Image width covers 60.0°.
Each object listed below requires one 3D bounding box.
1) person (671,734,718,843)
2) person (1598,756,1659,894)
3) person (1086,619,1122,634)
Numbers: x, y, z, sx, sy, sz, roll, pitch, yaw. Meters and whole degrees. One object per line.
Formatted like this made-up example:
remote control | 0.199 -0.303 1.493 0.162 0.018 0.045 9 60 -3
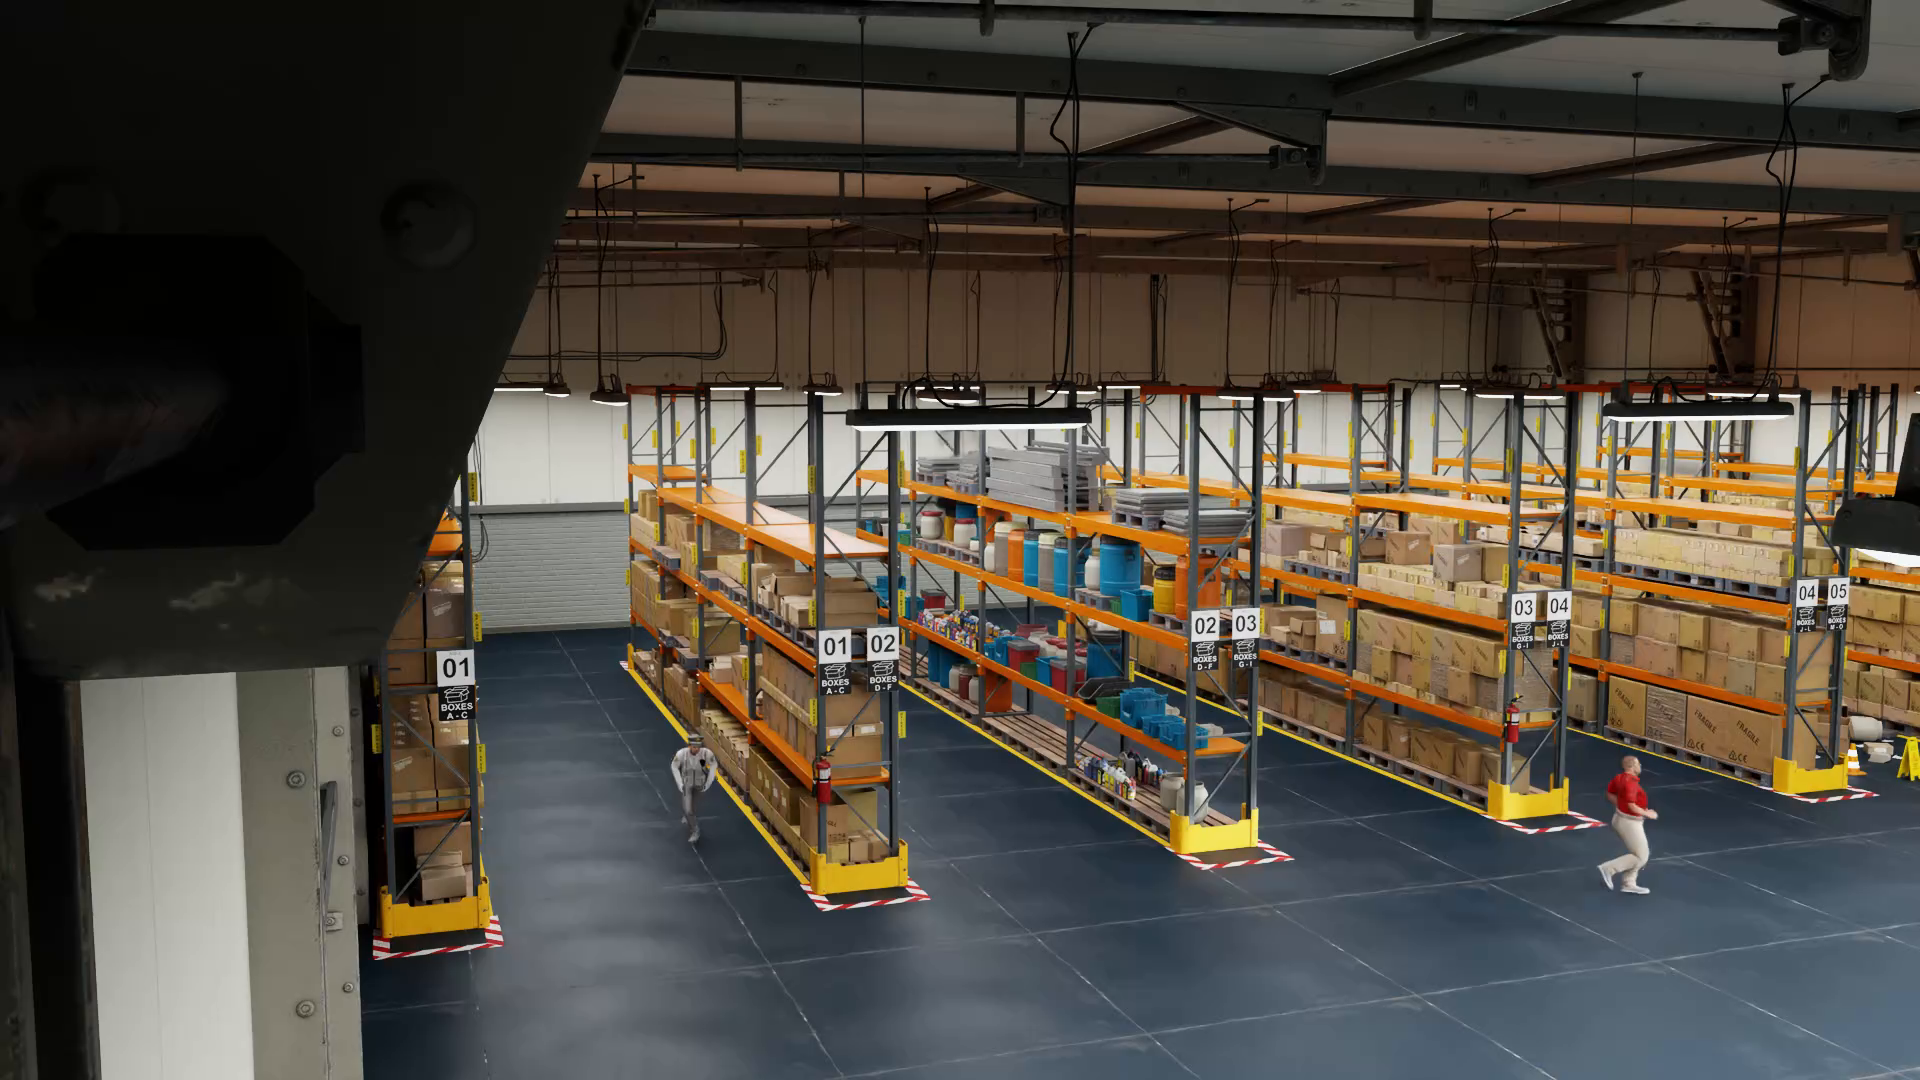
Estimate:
person | -3.583 3.291 22.409 0.626 1.507 0.939 -1 6 -14
person | 8.012 3.427 20.023 0.679 1.683 0.658 0 6 1
person | 2.875 2.081 32.865 0.663 1.695 0.692 -1 6 -10
